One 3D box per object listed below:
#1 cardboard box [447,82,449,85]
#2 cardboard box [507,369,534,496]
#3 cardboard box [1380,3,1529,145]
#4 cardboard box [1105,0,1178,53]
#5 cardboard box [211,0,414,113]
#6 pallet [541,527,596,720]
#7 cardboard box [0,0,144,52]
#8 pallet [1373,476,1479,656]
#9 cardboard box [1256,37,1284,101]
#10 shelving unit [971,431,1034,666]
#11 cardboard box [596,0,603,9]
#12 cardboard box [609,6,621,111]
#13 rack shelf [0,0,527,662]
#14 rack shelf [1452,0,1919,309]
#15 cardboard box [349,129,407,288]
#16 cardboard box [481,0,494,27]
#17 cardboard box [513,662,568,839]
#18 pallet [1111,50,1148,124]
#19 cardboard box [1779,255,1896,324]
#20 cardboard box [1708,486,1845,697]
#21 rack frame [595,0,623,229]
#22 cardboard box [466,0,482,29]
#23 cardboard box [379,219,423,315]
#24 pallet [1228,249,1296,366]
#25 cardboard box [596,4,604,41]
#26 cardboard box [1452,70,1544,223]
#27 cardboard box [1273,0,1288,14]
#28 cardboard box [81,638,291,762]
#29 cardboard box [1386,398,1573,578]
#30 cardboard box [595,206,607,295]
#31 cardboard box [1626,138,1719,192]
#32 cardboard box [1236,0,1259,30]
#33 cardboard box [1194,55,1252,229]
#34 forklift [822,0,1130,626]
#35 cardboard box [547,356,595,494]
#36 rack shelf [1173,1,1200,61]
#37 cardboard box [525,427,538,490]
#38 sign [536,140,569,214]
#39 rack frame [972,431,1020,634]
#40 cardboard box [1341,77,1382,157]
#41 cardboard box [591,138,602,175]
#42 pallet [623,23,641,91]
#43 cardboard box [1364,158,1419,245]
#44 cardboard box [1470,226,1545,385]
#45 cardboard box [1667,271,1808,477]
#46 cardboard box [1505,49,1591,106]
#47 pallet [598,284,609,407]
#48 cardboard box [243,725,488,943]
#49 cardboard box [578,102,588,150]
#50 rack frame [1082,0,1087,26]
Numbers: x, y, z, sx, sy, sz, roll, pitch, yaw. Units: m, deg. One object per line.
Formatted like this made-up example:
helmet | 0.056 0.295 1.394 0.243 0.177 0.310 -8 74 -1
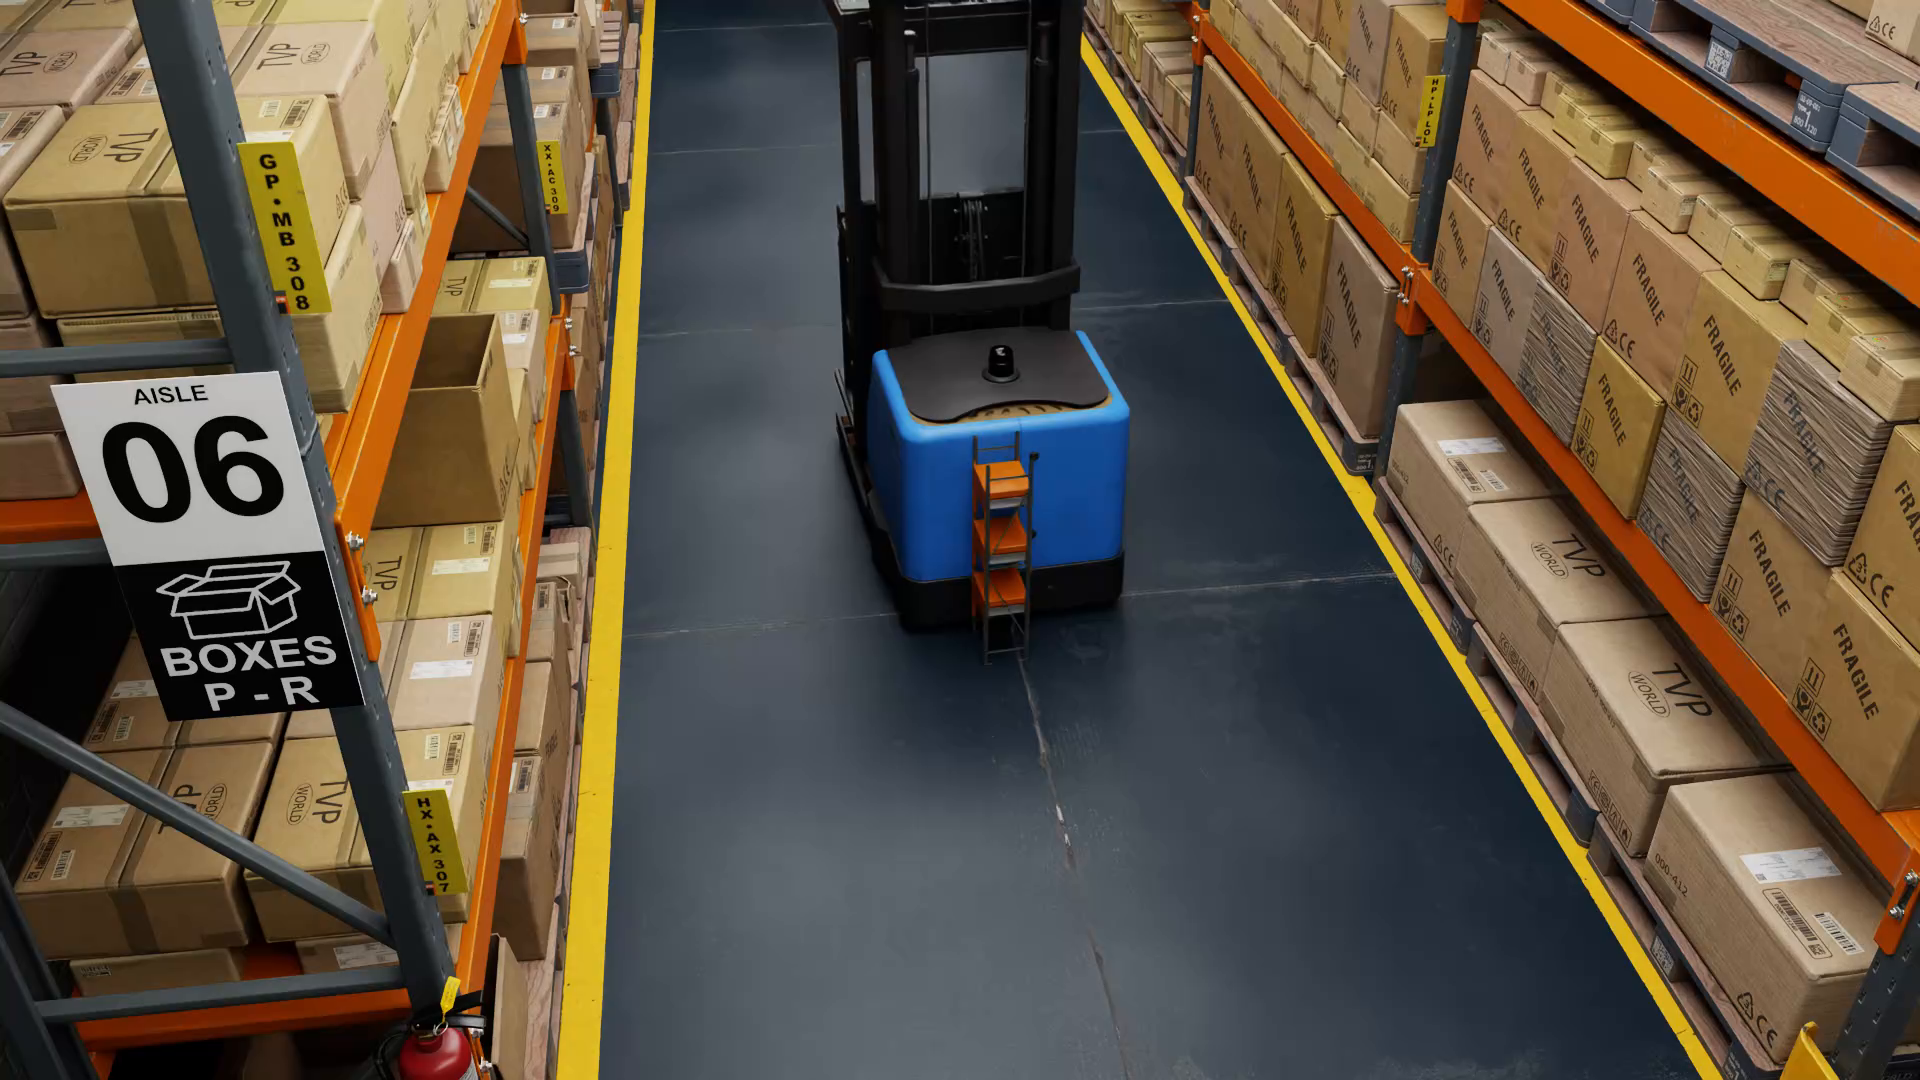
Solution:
cardboard box | -1.802 -1.381 5.172 0.380 0.149 0.250 -4 34 -6
cardboard box | -1.829 -0.377 6.009 0.500 0.250 0.500 -5 35 -7
cardboard box | 2.334 -2.203 7.842 0.500 0.500 0.500 -3 34 -5
cardboard box | 1.740 -4.376 13.969 0.950 0.372 0.625 -2 34 -3
cardboard box | -1.679 -1.246 4.176 0.500 0.250 0.500 -5 35 -7
pallet | -2.184 0.396 7.482 1.003 0.211 1.213 -4 35 -6
cardboard box | -2.223 -1.219 4.136 0.500 0.250 0.500 -4 34 -6
pallet | 2.667 0.065 7.968 1.003 0.211 1.213 -4 35 -6
cardboard box | 2.073 -2.817 9.854 0.500 0.250 0.500 -3 34 -5
shelving unit | 0.180 0.050 7.245 0.215 1.050 0.252 -7 35 -10
cardboard box | -2.631 -3.576 10.967 0.500 0.250 0.500 -4 35 -6
cardboard box | -3.070 -3.653 12.683 0.875 0.625 0.625 -6 35 -8
rack shelf | -2.006 -0.966 4.979 1.077 0.370 4.000 -4 35 -6
rack shelf | 2.912 -1.344 5.534 1.077 0.370 4.000 -4 35 -6
cardboard box | -1.615 -0.759 3.905 0.500 0.250 0.500 -4 34 -5
cardboard box | -1.905 -1.960 6.023 0.380 0.149 0.250 -4 35 -6
cardboard box | -1.774 0.821 6.229 0.500 0.500 0.500 -4 34 -5
pallet | 1.840 -3.713 13.511 1.003 0.211 1.213 -4 35 -6
cardboard box | 2.800 -0.766 5.158 0.380 0.149 0.250 -5 35 -7
cardboard box | 2.801 0.143 5.288 0.500 0.500 0.500 -5 35 -7
rack frame | -2.813 -3.372 10.534 1.000 3.000 0.127 -4 35 -6
cardboard box | -1.882 -1.901 5.581 0.500 0.250 0.500 -5 35 -8
cardboard box | -1.560 -0.675 4.136 0.380 0.149 0.250 -4 34 -5
pallet | 2.297 -1.473 10.224 1.003 0.211 1.213 -4 35 -6
cardboard box | -2.345 -3.104 9.992 0.380 0.149 0.250 -4 34 -5
cardboard box | 2.467 -1.688 7.087 0.500 0.500 0.500 -4 34 -6
cardboard box | 2.059 -3.345 9.518 0.500 0.500 0.500 -3 34 -5
cardboard box | -2.130 0.507 4.712 0.500 0.250 0.500 -4 35 -6
cardboard box | 2.621 -0.274 7.891 0.875 0.438 0.875 -5 35 -7
cardboard box | -2.414 -1.721 9.958 0.500 0.500 0.500 -3 34 -4
cardboard box | 2.649 -1.336 5.994 0.380 0.149 0.250 -4 35 -7
cardboard box | 1.997 -3.305 10.125 0.500 0.250 0.500 -4 34 -5
cardboard box | 2.115 -2.654 10.994 0.875 0.875 0.875 -5 35 -7
forklift | -0.051 -1.647 8.064 1.130 2.935 3.031 -7 35 -10
cardboard box | -2.117 -0.567 8.266 0.500 0.500 0.500 -3 34 -4
rack shelf | 1.836 -4.569 12.929 1.077 0.370 4.000 -4 35 -6
cardboard box | -1.796 -0.302 6.252 0.380 0.149 0.250 -5 35 -7
sign | -1.739 -1.543 7.082 0.100 0.325 0.005 -4 35 -6
rack frame | 0.154 -0.017 7.343 0.200 1.050 0.008 -7 35 -10
cardboard box | 2.268 -2.168 8.458 0.500 0.250 0.500 -4 34 -5
cardboard box | -2.429 -2.374 10.341 0.380 0.149 0.250 -6 35 -9
pallet | -3.214 -4.044 13.996 1.003 0.211 1.213 -4 35 -6
cardboard box | 2.333 -1.687 8.195 0.500 0.250 0.500 -5 35 -8
cardboard box | 2.510 -0.996 6.960 0.500 0.500 0.500 -4 34 -6
cardboard box | 2.717 -0.557 5.427 0.500 0.500 0.500 -5 35 -7
cardboard box | 2.478 -1.903 6.826 0.380 0.149 0.250 -4 34 -6
pallet | -2.590 -1.121 9.707 1.003 0.211 1.213 -4 35 -6
cardboard box | -1.532 0.758 4.344 0.500 0.250 0.500 -4 34 -6
cardboard box | -2.082 -2.062 8.359 0.396 0.266 0.258 -3 34 -4
rack frame | 1.567 -5.982 14.364 1.000 3.000 0.127 -4 35 -6
